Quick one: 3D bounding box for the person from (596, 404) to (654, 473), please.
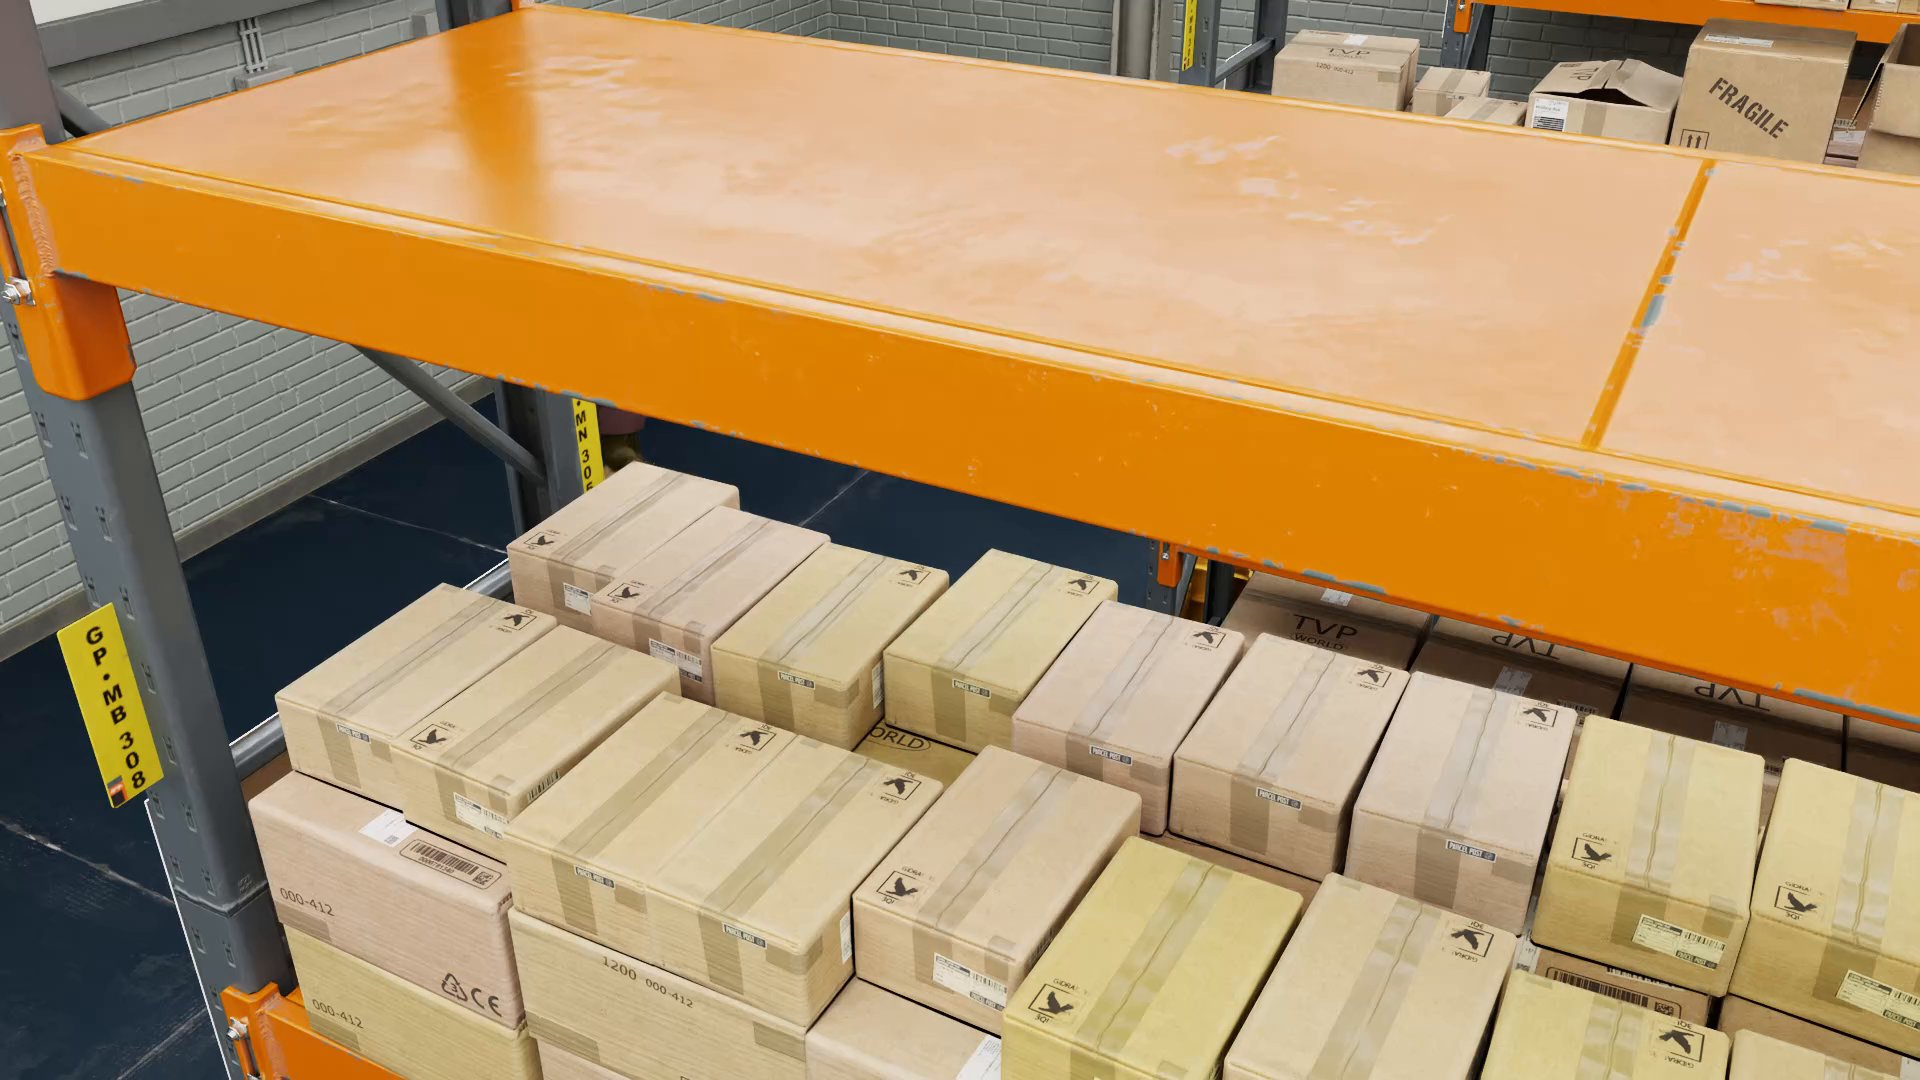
[{"bbox_3d":[-1.922,-0.894,9.676,0.921,1.745,0.595,19,35,30],"label":"person"}]
